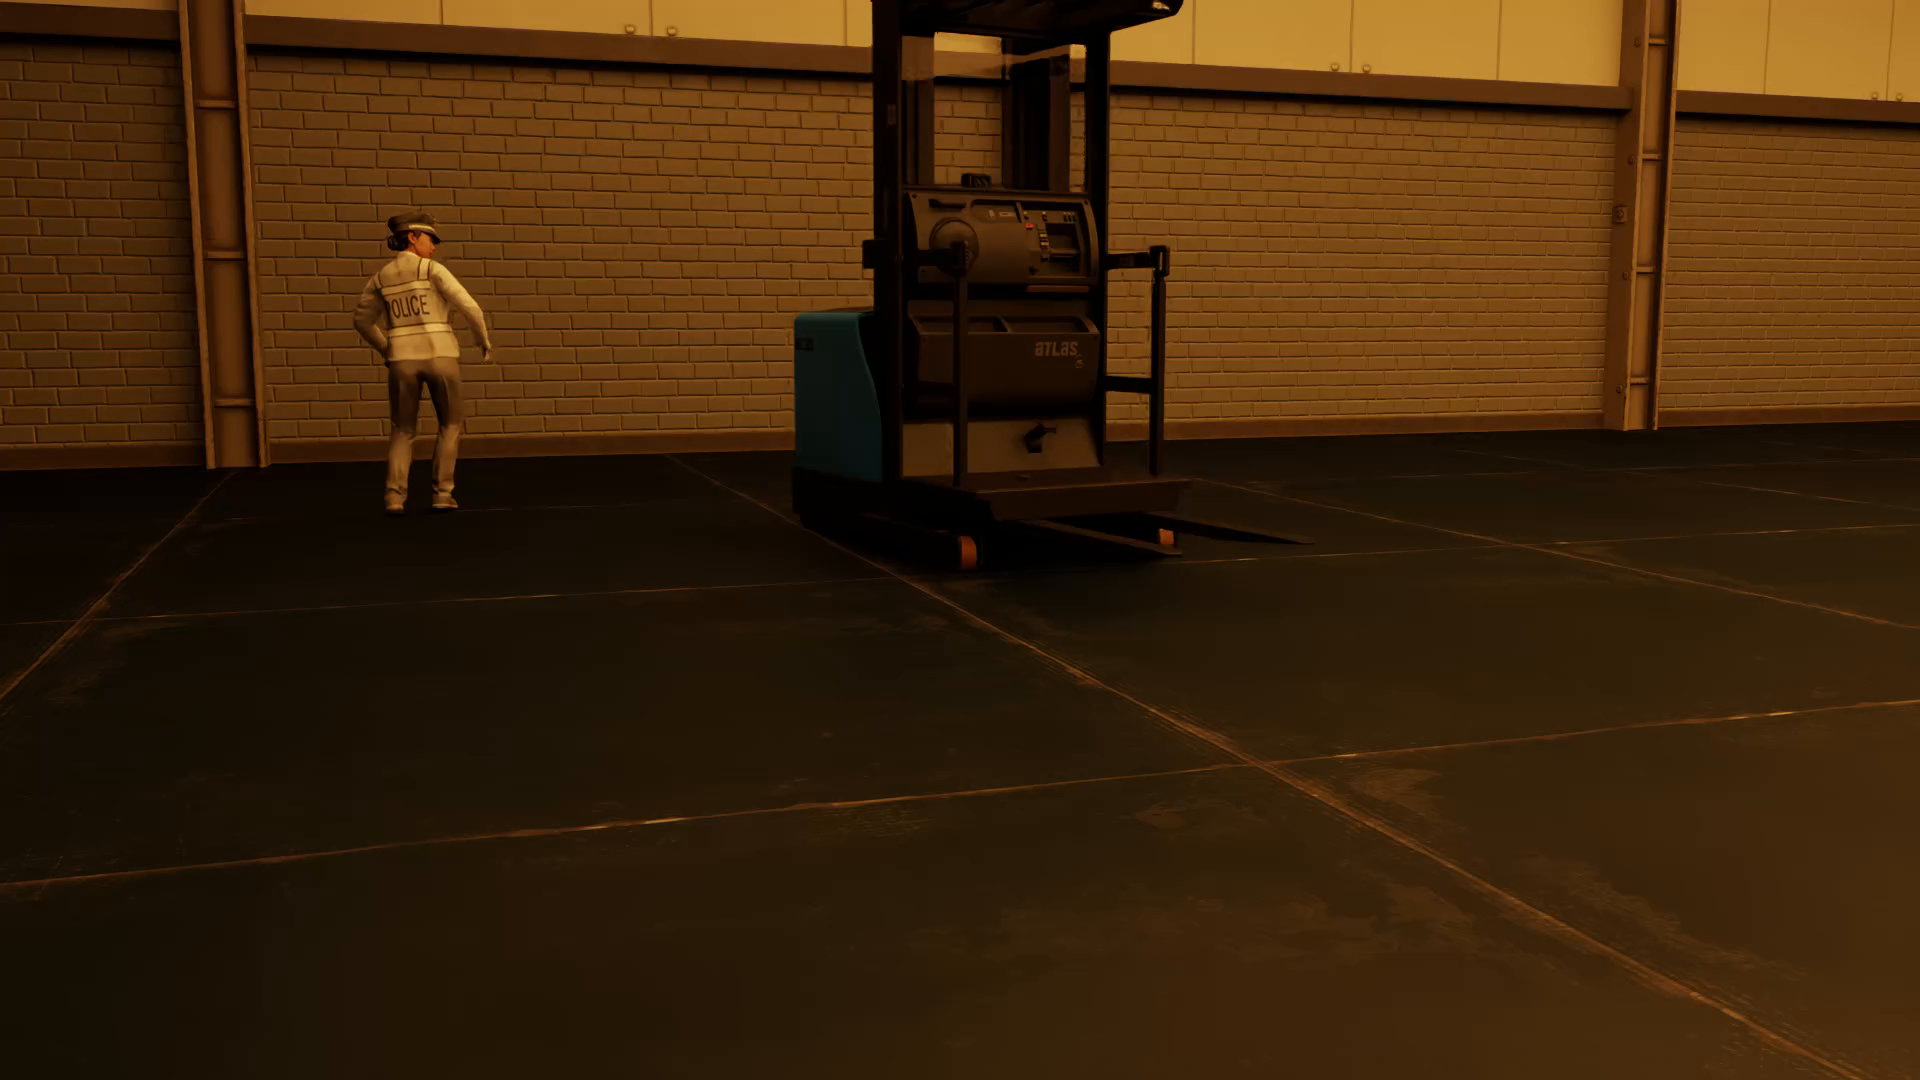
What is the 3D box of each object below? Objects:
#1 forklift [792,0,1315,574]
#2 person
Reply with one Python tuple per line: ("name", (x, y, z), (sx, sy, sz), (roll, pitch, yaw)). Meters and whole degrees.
("forklift", (0.305, -1.381, 7.199), (1.130, 2.935, 3.031), (-4, 9, -29))
("person", (-2.897, -0.934, 8.965), (0.729, 1.628, 0.624), (0, 8, -2))
